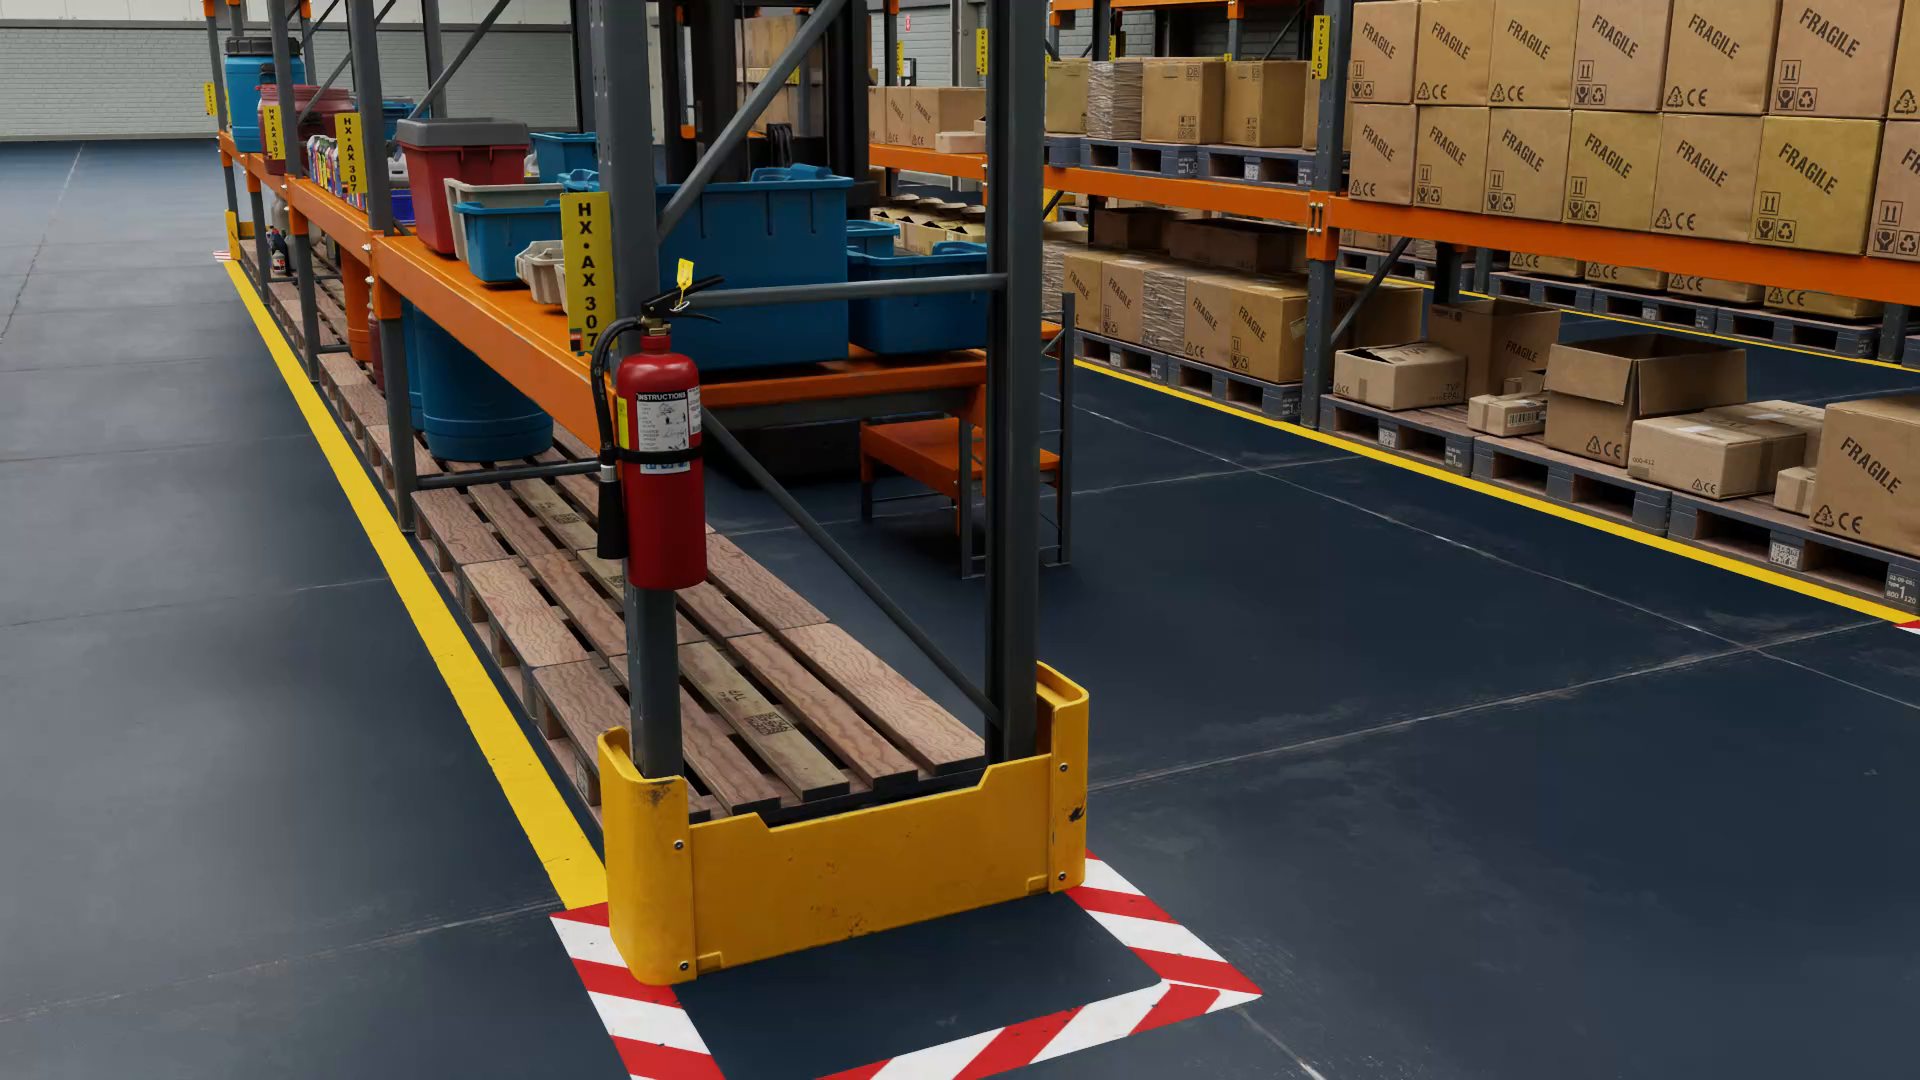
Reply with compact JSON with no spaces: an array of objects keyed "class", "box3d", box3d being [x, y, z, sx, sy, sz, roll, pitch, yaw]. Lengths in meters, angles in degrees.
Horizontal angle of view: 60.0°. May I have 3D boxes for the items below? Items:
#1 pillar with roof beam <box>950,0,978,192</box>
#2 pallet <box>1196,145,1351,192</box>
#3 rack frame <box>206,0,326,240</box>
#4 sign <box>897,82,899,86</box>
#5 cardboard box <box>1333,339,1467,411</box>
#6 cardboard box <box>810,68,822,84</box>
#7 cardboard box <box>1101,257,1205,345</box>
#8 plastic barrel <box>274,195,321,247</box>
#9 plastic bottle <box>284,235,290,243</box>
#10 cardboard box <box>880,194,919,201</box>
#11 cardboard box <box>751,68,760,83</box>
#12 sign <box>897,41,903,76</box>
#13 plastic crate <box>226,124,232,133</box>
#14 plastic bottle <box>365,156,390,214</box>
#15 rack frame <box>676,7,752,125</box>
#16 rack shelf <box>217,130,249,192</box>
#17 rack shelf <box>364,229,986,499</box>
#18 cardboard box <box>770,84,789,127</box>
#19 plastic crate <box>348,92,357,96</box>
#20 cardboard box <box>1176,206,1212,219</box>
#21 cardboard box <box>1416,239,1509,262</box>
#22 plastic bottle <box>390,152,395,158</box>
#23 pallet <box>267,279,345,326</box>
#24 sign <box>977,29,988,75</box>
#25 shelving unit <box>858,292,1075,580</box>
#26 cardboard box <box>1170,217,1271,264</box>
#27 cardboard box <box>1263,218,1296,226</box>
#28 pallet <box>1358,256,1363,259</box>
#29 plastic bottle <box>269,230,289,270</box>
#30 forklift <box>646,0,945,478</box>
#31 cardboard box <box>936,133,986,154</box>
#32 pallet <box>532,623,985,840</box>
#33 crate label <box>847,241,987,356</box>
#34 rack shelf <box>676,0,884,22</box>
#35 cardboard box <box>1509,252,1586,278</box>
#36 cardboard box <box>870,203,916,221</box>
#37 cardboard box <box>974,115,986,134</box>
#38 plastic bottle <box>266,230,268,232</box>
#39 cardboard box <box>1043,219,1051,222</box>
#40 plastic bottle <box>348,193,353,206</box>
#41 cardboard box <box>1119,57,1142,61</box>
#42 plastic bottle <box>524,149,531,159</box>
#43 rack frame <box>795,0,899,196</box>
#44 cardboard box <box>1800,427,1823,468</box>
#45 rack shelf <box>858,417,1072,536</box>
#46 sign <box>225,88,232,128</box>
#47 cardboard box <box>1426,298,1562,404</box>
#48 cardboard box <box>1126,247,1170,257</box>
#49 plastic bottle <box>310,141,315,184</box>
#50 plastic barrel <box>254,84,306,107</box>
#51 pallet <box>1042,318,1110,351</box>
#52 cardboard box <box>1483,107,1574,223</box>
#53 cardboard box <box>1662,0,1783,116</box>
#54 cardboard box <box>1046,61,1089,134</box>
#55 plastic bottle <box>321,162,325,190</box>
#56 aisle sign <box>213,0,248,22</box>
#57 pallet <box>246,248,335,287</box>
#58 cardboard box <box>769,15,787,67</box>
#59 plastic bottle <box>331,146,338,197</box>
[{"class":"pillar with roof beam","box3d":[-3.800,-9.494,24.021,9.100,9.000,0.400,-8,18,-25]},{"class":"pallet","box3d":[2.168,-2.256,10.022,1.003,0.211,1.213,-8,18,-25]},{"class":"rack frame","box3d":[-7.292,-4.515,17.545,1.000,3.000,0.127,-8,18,-25]},{"class":"sign","box3d":[-1.128,-7.915,29.329,0.001,0.329,0.234,-8,18,-25]},{"class":"cardboard box","box3d":[2.409,-0.926,9.116,0.500,0.311,0.500,-8,18,-25]},{"class":"cardboard box","box3d":[-1.397,-4.522,16.213,0.380,0.149,0.250,-8,18,-25]},{"class":"cardboard box","box3d":[1.293,-1.608,11.152,0.500,0.500,0.500,-8,18,-27]},{"class":"plastic barrel","box3d":[-6.715,-3.243,16.861,0.421,0.512,0.421,0,16,0]},{"class":"plastic bottle","box3d":[-6.043,-2.622,15.089,0.152,0.276,0.135,-8,18,-25]},{"class":"cardboard box","box3d":[-0.650,-3.205,16.187,0.500,0.311,0.500,-8,18,-25]},{"class":"cardboard box","box3d":[-1.952,-4.837,17.311,0.380,0.149,0.250,-7,17,-23]},{"class":"sign","box3d":[-0.602,-4.707,16.260,0.100,0.325,0.005,-8,18,-25]},{"class":"plastic crate","box3d":[-7.189,-4.127,16.673,0.298,0.136,0.250,-8,18,-25]},{"class":"plastic bottle","box3d":[-2.732,-1.704,7.840,0.144,0.351,0.185,-8,18,-25]},{"class":"rack frame","box3d":[-2.837,-5.112,19.628,1.000,3.000,0.127,-8,18,-25]},{"class":"rack shelf","box3d":[-6.416,-3.673,15.917,1.077,0.370,4.000,-8,18,-25]},{"class":"rack shelf","box3d":[-1.159,-0.698,5.548,1.077,0.370,4.000,-8,18,-25]},{"class":"cardboard box","box3d":[-1.522,-4.408,16.992,0.700,0.500,0.500,-8,18,-25]},{"class":"plastic crate","box3d":[-5.052,-3.471,13.791,0.402,0.464,0.583,-8,18,-25]},{"class":"cardboard box","box3d":[2.876,-3.983,19.425,0.500,0.500,0.500,-9,18,-29]},{"class":"cardboard box","box3d":[4.756,-2.911,15.689,0.700,0.500,0.500,-7,18,-24]},{"class":"plastic bottle","box3d":[-2.834,-1.805,8.335,0.097,0.271,0.097,0,16,0]},{"class":"pallet","box3d":[-5.160,-1.993,13.812,1.003,0.211,1.213,-8,18,-25]},{"class":"sign","box3d":[0.170,-3.617,12.319,0.100,0.325,0.005,-8,18,-25]},{"class":"shelving unit","box3d":[0.003,-0.539,7.090,0.538,1.125,1.048,-8,18,-25]},{"class":"cardboard box","box3d":[1.768,-2.029,11.258,0.500,0.250,0.500,-8,18,-26]},{"class":"cardboard box","box3d":[3.704,-3.550,17.916,0.700,0.500,0.500,-7,17,-23]},{"class":"pallet","box3d":[3.709,-3.187,17.974,1.003,0.211,1.213,-8,18,-25]},{"class":"plastic bottle","box3d":[-6.081,-2.586,14.829,0.144,0.351,0.185,-8,18,-26]},{"class":"forklift","box3d":[-1.140,-2.073,9.161,1.130,2.935,3.031,-7,17,-23]},{"class":"cardboard box","box3d":[0.025,-3.198,13.411,0.380,0.149,0.250,-8,18,-25]},{"class":"pallet","box3d":[-0.609,0.584,4.834,1.003,0.211,1.213,-8,18,-25]},{"class":"crate label","box3d":[-0.095,-0.597,4.087,0.416,0.233,0.303,-8,18,-25]},{"class":"rack shelf","box3d":[-1.961,-5.713,17.585,1.077,0.370,4.000,-8,18,-25]},{"class":"cardboard box","box3d":[5.323,-2.699,14.353,0.750,0.750,0.750,-8,18,-26]},{"class":"cardboard box","box3d":[-0.686,-2.885,15.072,0.500,0.311,0.500,-8,18,-27]},{"class":"cardboard box","box3d":[0.450,-3.331,13.582,0.500,0.311,0.500,-8,18,-26]},{"class":"plastic bottle","box3d":[-6.495,-2.768,15.606,0.097,0.271,0.097,0,16,0]},{"class":"cardboard box","box3d":[0.464,-2.573,13.986,0.500,0.311,0.500,-8,18,-26]},{"class":"plastic bottle","box3d":[-3.039,-1.845,8.466,0.152,0.276,0.135,-8,18,-25]},{"class":"cardboard box","box3d":[2.218,-5.476,19.771,0.500,0.500,0.500,-7,17,-23]},{"class":"plastic bottle","box3d":[-2.201,-1.846,8.457,0.061,0.283,0.133,-8,18,-25]},{"class":"rack frame","box3d":[-1.085,-4.121,16.172,1.000,3.000,0.127,-8,18,-25]},{"class":"cardboard box","box3d":[3.970,-0.328,7.143,0.500,0.250,0.500,-8,18,-25]},{"class":"rack shelf","box3d":[0.003,-0.304,7.157,0.538,0.278,1.000,-8,18,-25]},{"class":"sign","box3d":[-6.039,-3.592,13.829,0.100,0.325,0.005,-8,18,-25]},{"class":"cardboard box","box3d":[2.924,-1.040,9.171,0.500,0.500,0.500,-8,18,-25]},{"class":"cardboard box","box3d":[1.514,-1.807,11.843,0.500,0.500,0.500,-8,18,-27]},{"class":"plastic bottle","box3d":[-3.862,-2.291,10.029,0.097,0.271,0.097,0,16,0]},{"class":"plastic barrel","box3d":[-5.317,-3.325,13.151,0.433,0.535,0.433,0,16,0]},{"class":"pallet","box3d":[0.960,-1.599,12.439,1.003,0.211,1.213,-8,18,-25]},{"class":"cardboard box","box3d":[2.842,-1.775,7.816,0.500,0.500,0.500,-8,18,-25]},{"class":"cardboard box","box3d":[3.276,-2.004,6.802,0.500,0.500,0.500,-7,17,-23]},{"class":"cardboard box","box3d":[1.045,-3.236,12.147,0.500,0.500,0.700,15,22,42]},{"class":"plastic bottle","box3d":[-3.601,-2.109,9.524,0.097,0.201,0.097,0,16,0]},{"class":"aisle sign","box3d":[-7.587,-5.747,17.126,0.394,0.787,0.004,-8,18,-25]},{"class":"pallet","box3d":[-6.335,-2.657,16.127,1.003,0.211,1.213,-8,18,-25]},{"class":"cardboard box","box3d":[-1.508,-5.027,16.796,0.700,0.500,0.500,-8,18,-25]},{"class":"plastic bottle","box3d":[-3.356,-2.005,9.031,0.097,0.271,0.097,0,16,0]}]
